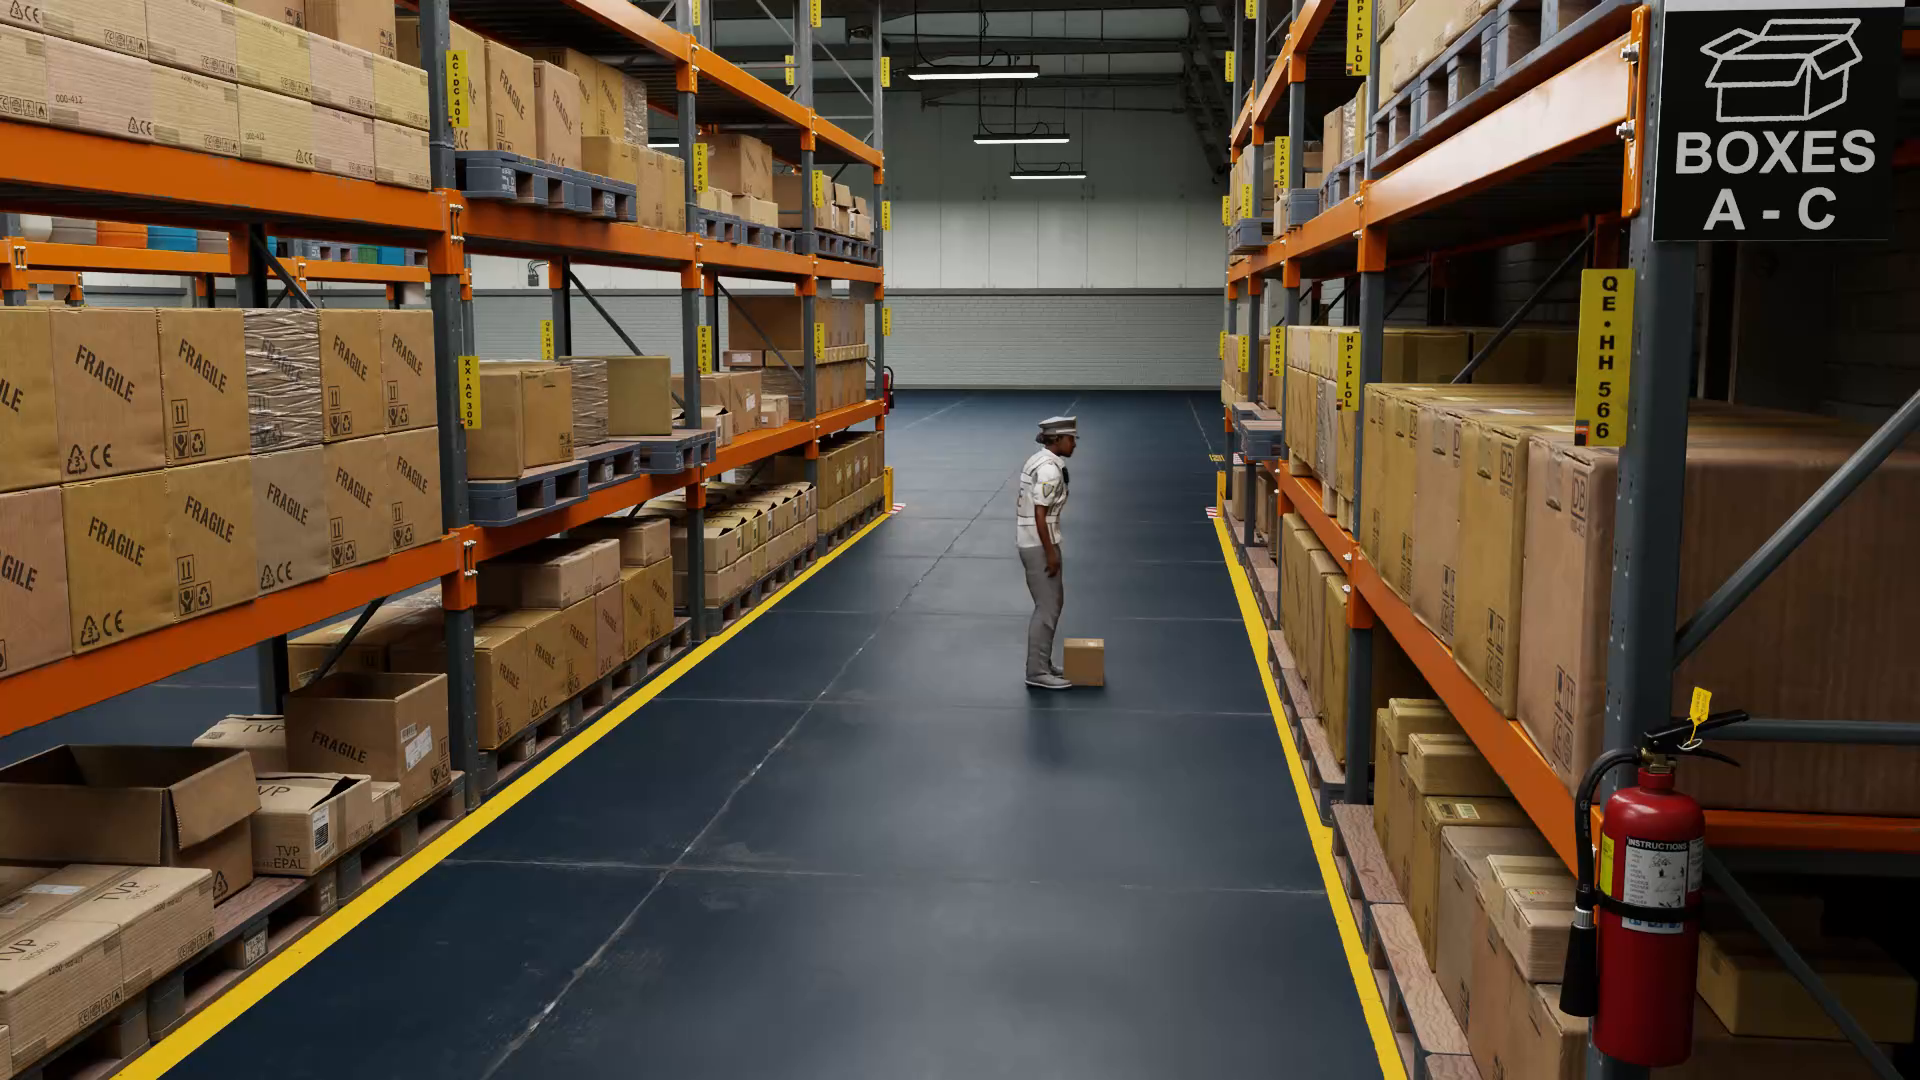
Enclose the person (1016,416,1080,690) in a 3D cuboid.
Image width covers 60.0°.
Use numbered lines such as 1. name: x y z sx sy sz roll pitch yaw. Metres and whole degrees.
1. person: 0.542 0.066 10.328 0.397 1.655 0.522 1 8 5
